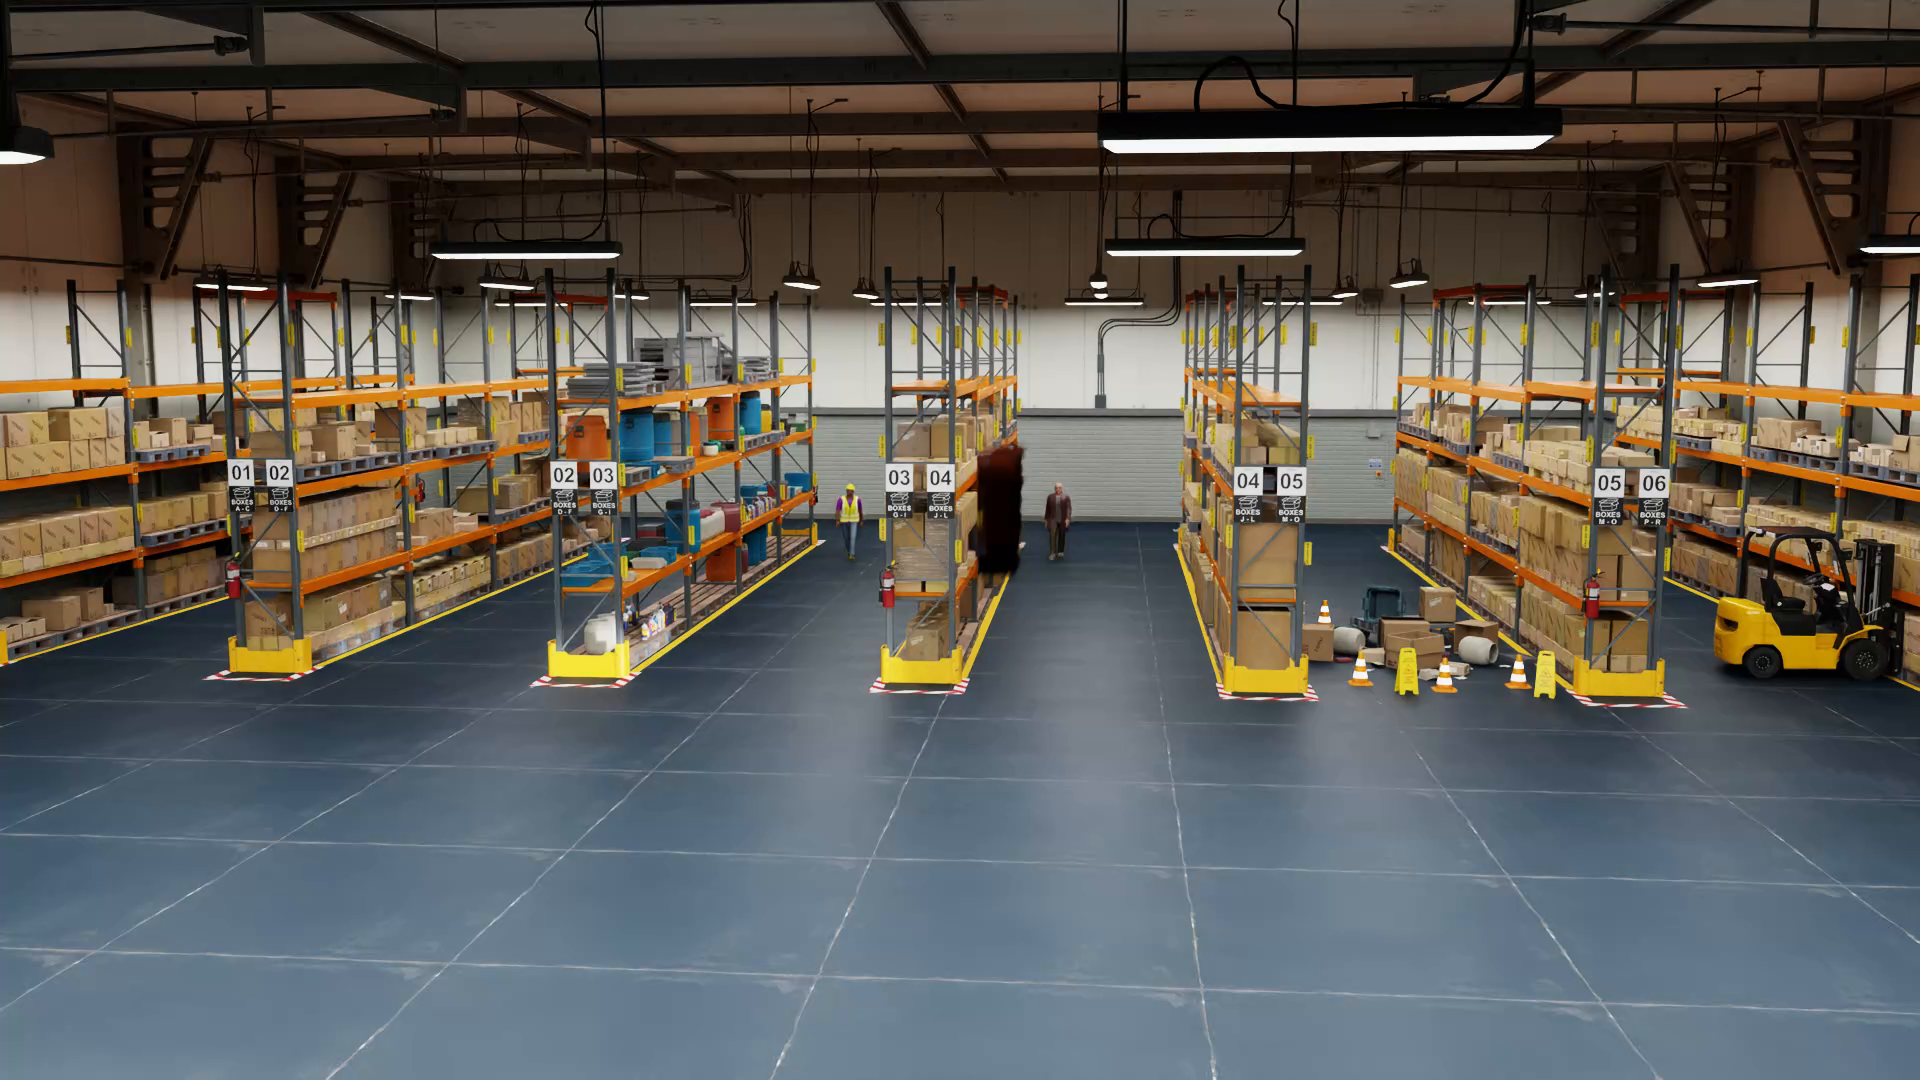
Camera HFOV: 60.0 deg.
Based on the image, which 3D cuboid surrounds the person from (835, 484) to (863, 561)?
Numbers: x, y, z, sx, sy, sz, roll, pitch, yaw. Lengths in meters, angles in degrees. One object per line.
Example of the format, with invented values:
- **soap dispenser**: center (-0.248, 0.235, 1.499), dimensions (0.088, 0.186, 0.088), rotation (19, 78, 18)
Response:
- **person**: center (-2.506, -0.414, 37.580), dimensions (0.604, 1.713, 1.093), rotation (0, 7, 1)

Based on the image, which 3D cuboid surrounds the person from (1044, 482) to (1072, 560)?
- **person**: center (2.223, -0.437, 37.522), dimensions (0.605, 1.718, 1.115), rotation (0, 7, 1)

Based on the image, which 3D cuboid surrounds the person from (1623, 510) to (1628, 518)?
- **person**: center (13.155, 0.205, 33.069), dimensions (0.446, 1.612, 0.372), rotation (-4, 8, -30)

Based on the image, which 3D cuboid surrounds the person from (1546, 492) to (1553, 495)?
- **person**: center (13.337, -0.333, 37.511), dimensions (0.663, 1.588, 0.681), rotation (2, 7, 17)

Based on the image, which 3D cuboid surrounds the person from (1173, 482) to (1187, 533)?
- **person**: center (5.937, -1.047, 42.735), dimensions (0.996, 1.731, 0.536), rotation (-1, 7, -5)
